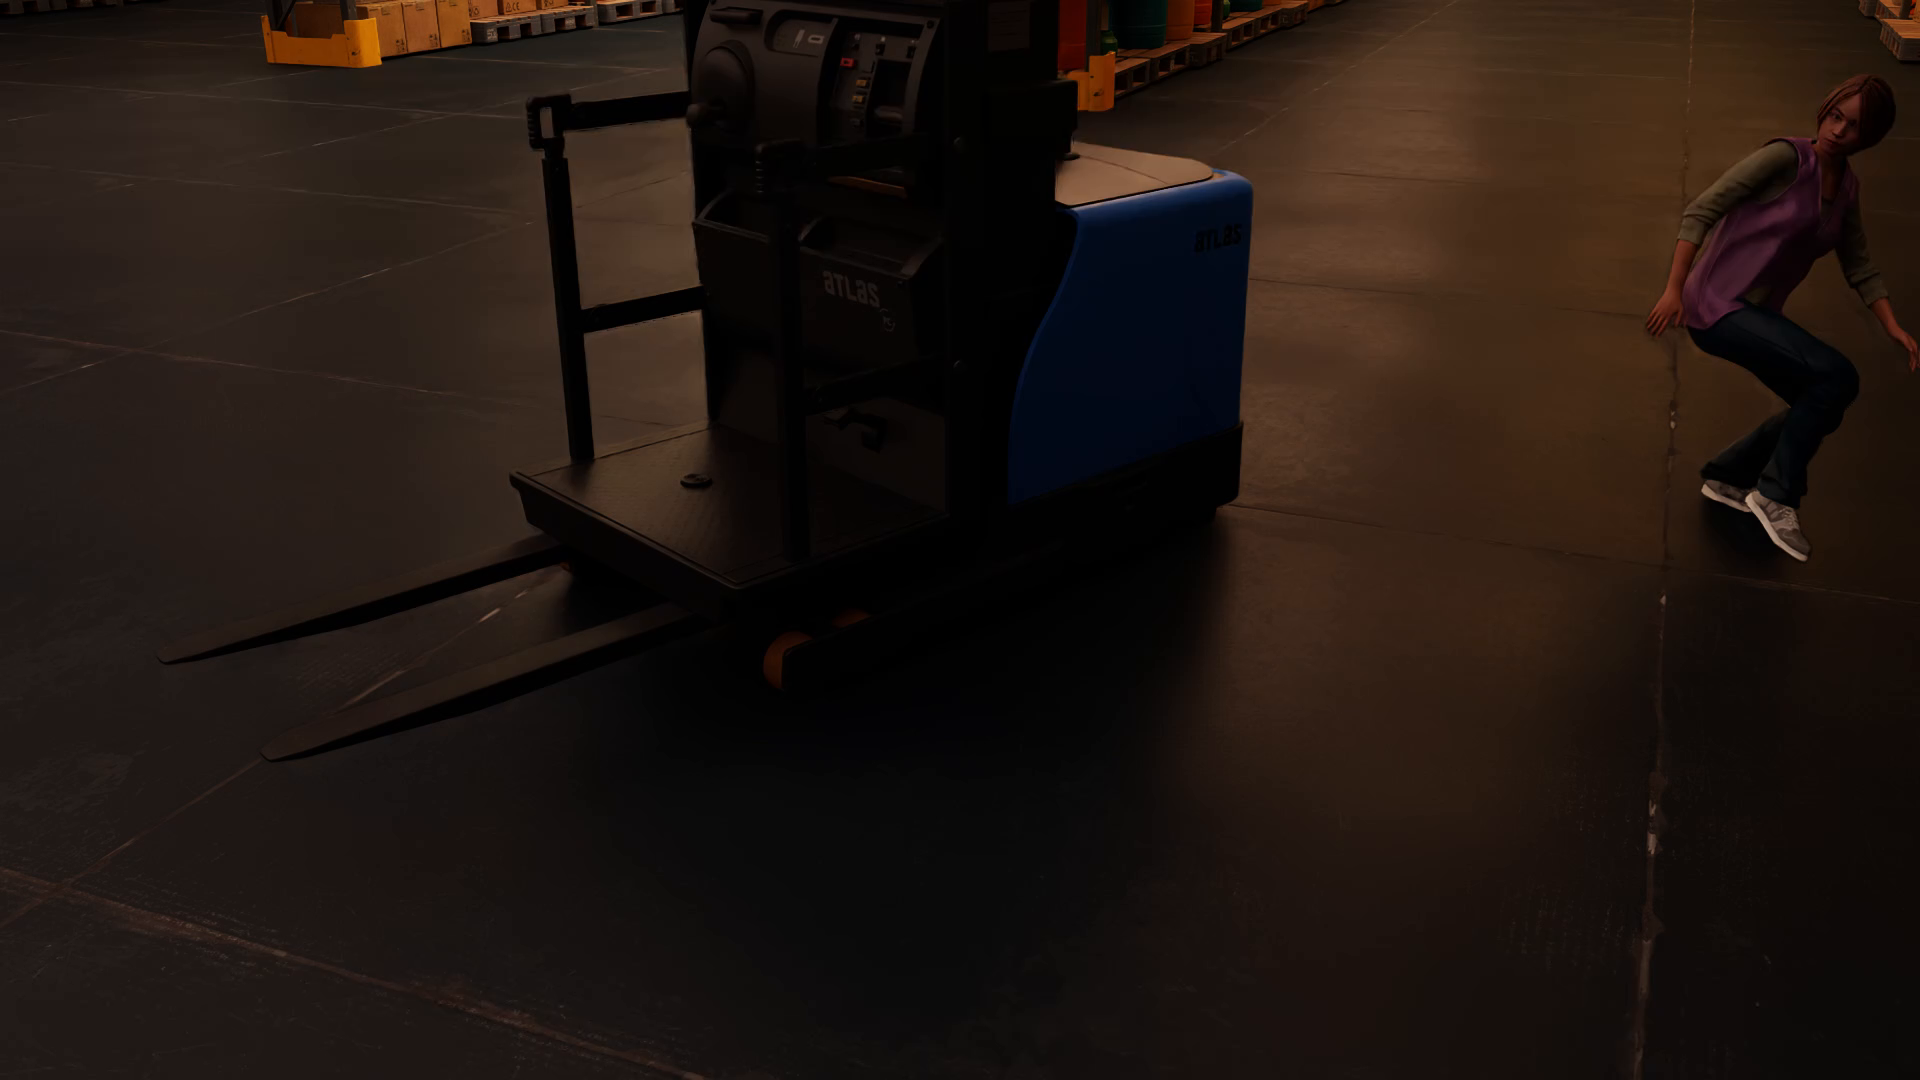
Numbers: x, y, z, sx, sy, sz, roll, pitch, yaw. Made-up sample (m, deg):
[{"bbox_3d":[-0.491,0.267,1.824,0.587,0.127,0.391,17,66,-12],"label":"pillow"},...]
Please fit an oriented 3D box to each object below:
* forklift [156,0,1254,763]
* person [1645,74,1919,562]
[{"bbox_3d":[-0.541,-1.184,4.124,3.031,2.935,1.130,-20,30,-39],"label":"forklift"},{"bbox_3d":[2.443,-0.628,4.893,0.649,1.355,0.635,-18,29,-37],"label":"person"}]
